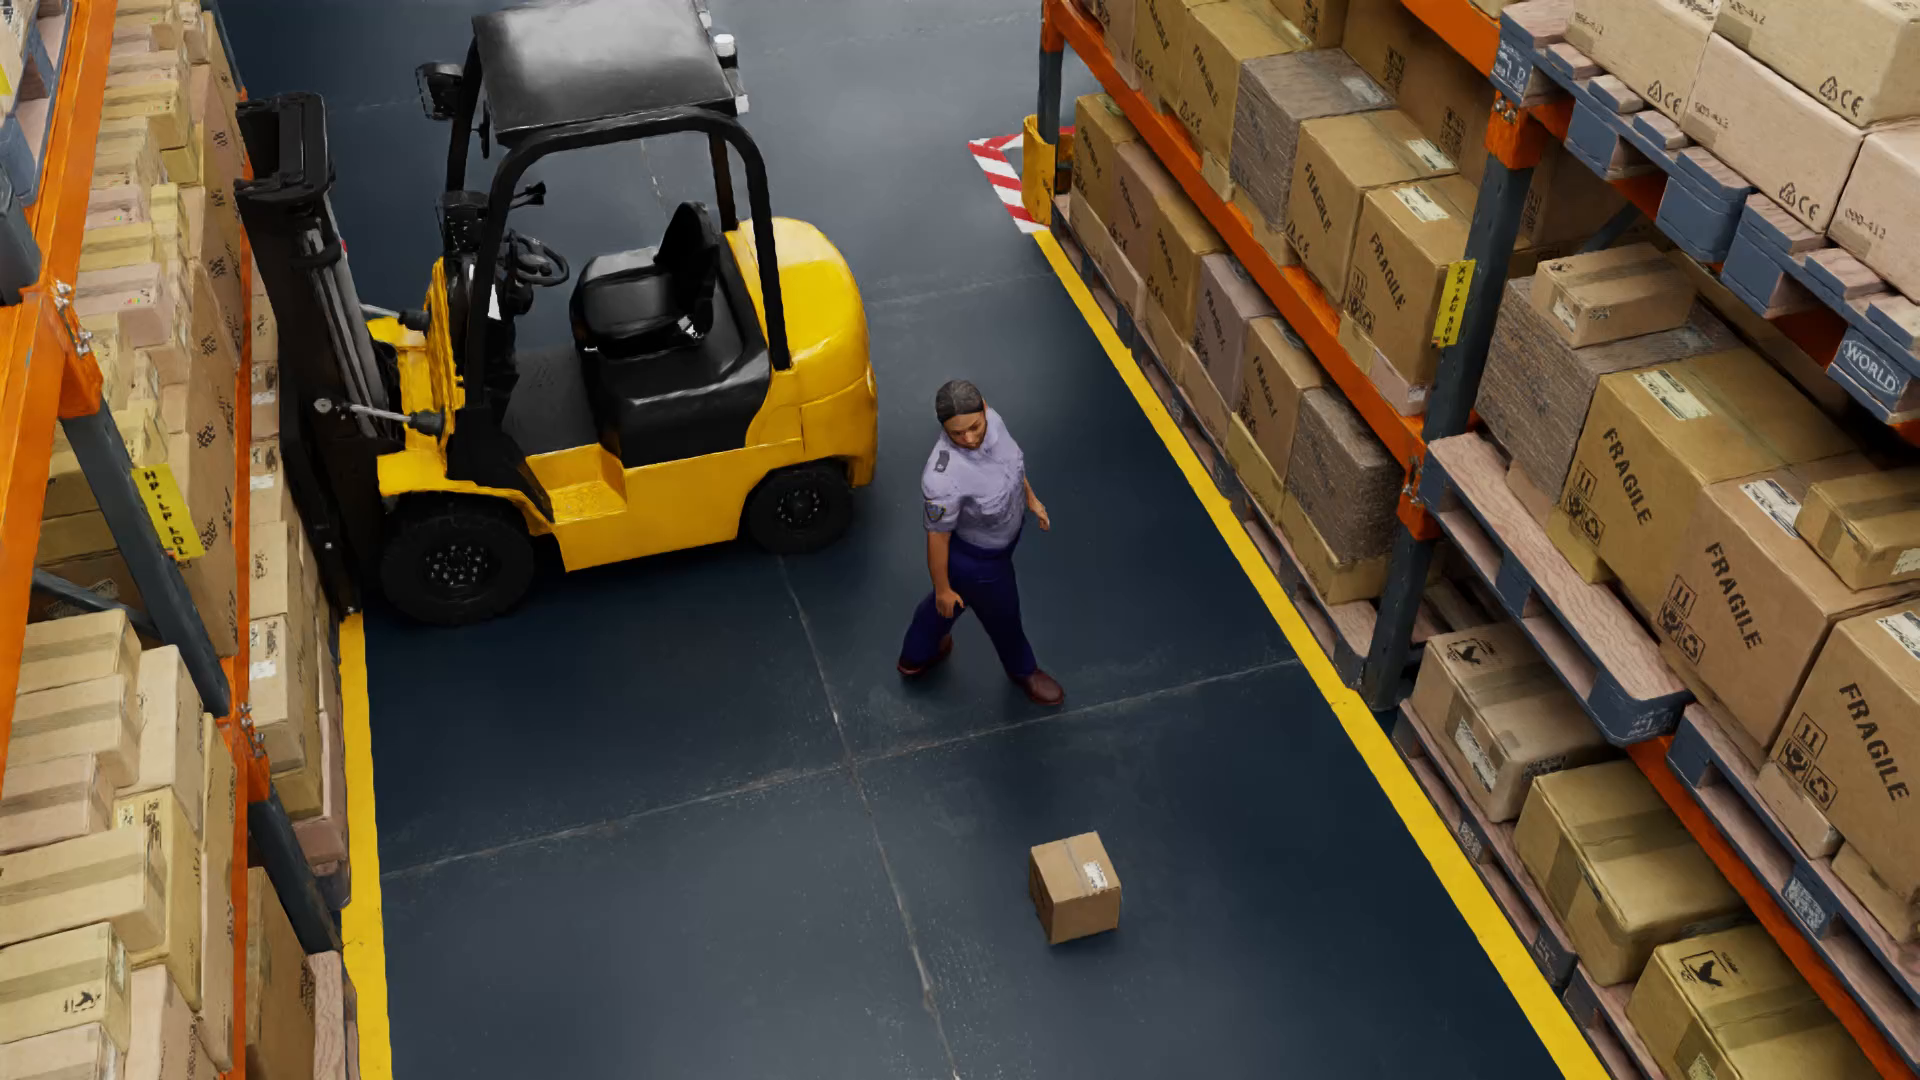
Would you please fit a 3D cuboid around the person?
[{"bbox_3d":[0.082,0.024,6.179,0.681,1.606,0.528,5,43,6],"label":"person"}]
